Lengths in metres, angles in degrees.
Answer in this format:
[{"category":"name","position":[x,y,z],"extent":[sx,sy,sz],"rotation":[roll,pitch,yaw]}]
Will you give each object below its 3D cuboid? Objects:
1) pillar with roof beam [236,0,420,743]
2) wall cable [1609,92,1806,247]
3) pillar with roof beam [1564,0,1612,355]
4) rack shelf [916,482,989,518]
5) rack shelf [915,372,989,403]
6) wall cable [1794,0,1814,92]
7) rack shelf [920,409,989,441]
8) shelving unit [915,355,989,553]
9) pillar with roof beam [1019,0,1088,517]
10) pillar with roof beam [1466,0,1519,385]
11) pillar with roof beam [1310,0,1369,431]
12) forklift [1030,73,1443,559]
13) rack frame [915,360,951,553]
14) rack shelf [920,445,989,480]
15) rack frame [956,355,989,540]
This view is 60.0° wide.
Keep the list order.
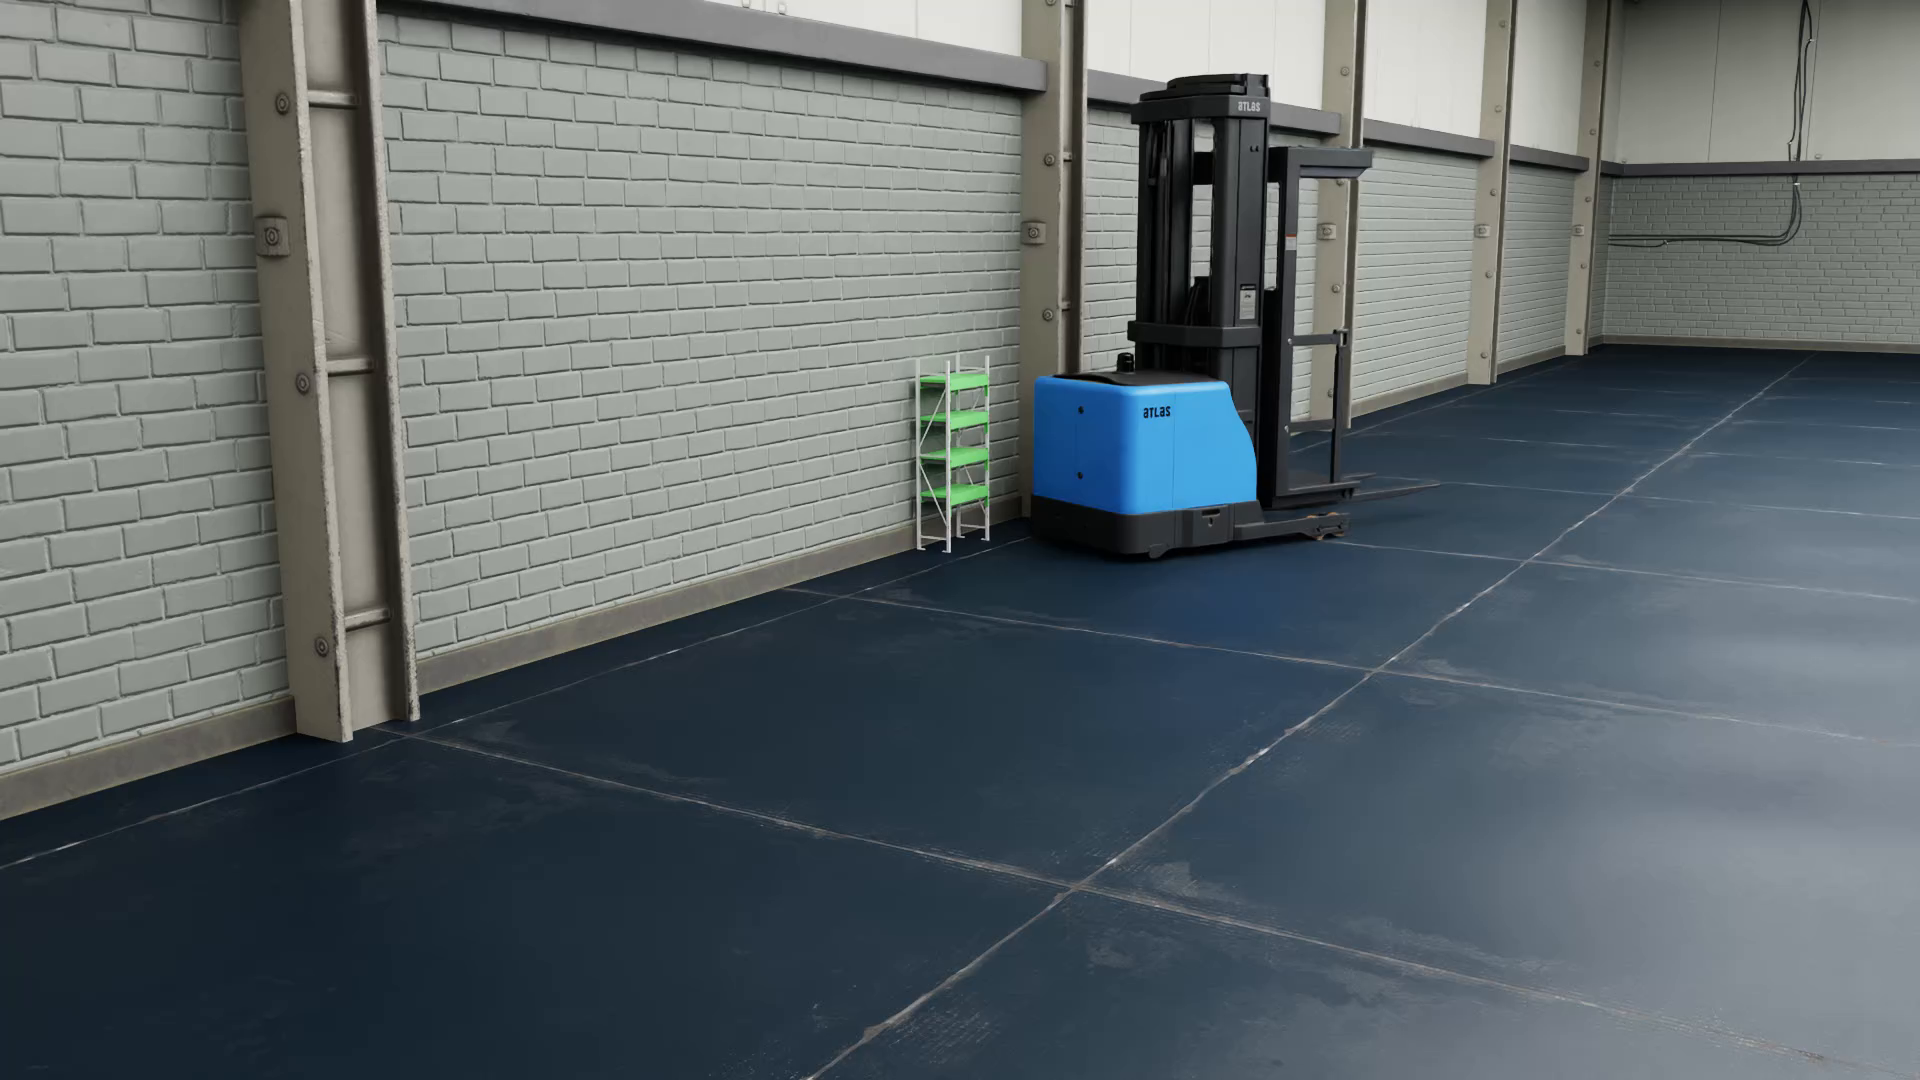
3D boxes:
[{"category":"pillar with roof beam","position":[1.205,-3.255,3.801],"extent":[9.100,9.000,0.400],"rotation":[6,12,31]},{"category":"wall cable","position":[12.646,-6.251,28.245],"extent":[3.097,2.526,0.112],"rotation":[6,12,31]},{"category":"pillar with roof beam","position":[13.666,-7.029,23.962],"extent":[9.100,9.000,0.400],"rotation":[6,12,31]},{"category":"rack shelf","position":[-0.042,-0.261,10.650],"extent":[0.258,0.148,0.480],"rotation":[6,12,30]},{"category":"rack shelf","position":[-0.045,-0.969,10.519],"extent":[0.258,0.148,0.480],"rotation":[6,12,30]},{"category":"wall cable","position":[14.958,-8.475,26.400],"extent":[3.097,2.526,0.112],"rotation":[6,12,31]},{"category":"rack shelf","position":[-0.044,-0.733,10.563],"extent":[0.258,0.148,0.480],"rotation":[6,12,30]},{"category":"shelving unit","position":[-0.044,-0.560,10.595],"extent":[0.258,1.200,0.503],"rotation":[6,12,30]},{"category":"pillar with roof beam","position":[4.320,-4.199,8.841],"extent":[9.100,9.000,0.400],"rotation":[6,12,31]},{"category":"pillar with roof beam","position":[10.550,-6.086,18.922],"extent":[9.100,9.000,0.400],"rotation":[6,12,31]},{"category":"pillar with roof beam","position":[7.435,-5.142,13.881],"extent":[9.100,9.000,0.400],"rotation":[6,12,31]},{"category":"forklift","position":[1.968,-1.511,10.977],"extent":[3.031,2.935,1.130],"rotation":[-7,13,-33]},{"category":"rack frame","position":[-0.168,-0.521,10.389],"extent":[0.240,1.200,0.015],"rotation":[6,12,30]},{"category":"rack shelf","position":[-0.043,-0.497,10.607],"extent":[0.258,0.148,0.480],"rotation":[6,12,30]},{"category":"rack frame","position":[0.081,-0.598,10.801],"extent":[0.240,1.200,0.015],"rotation":[6,12,30]}]
